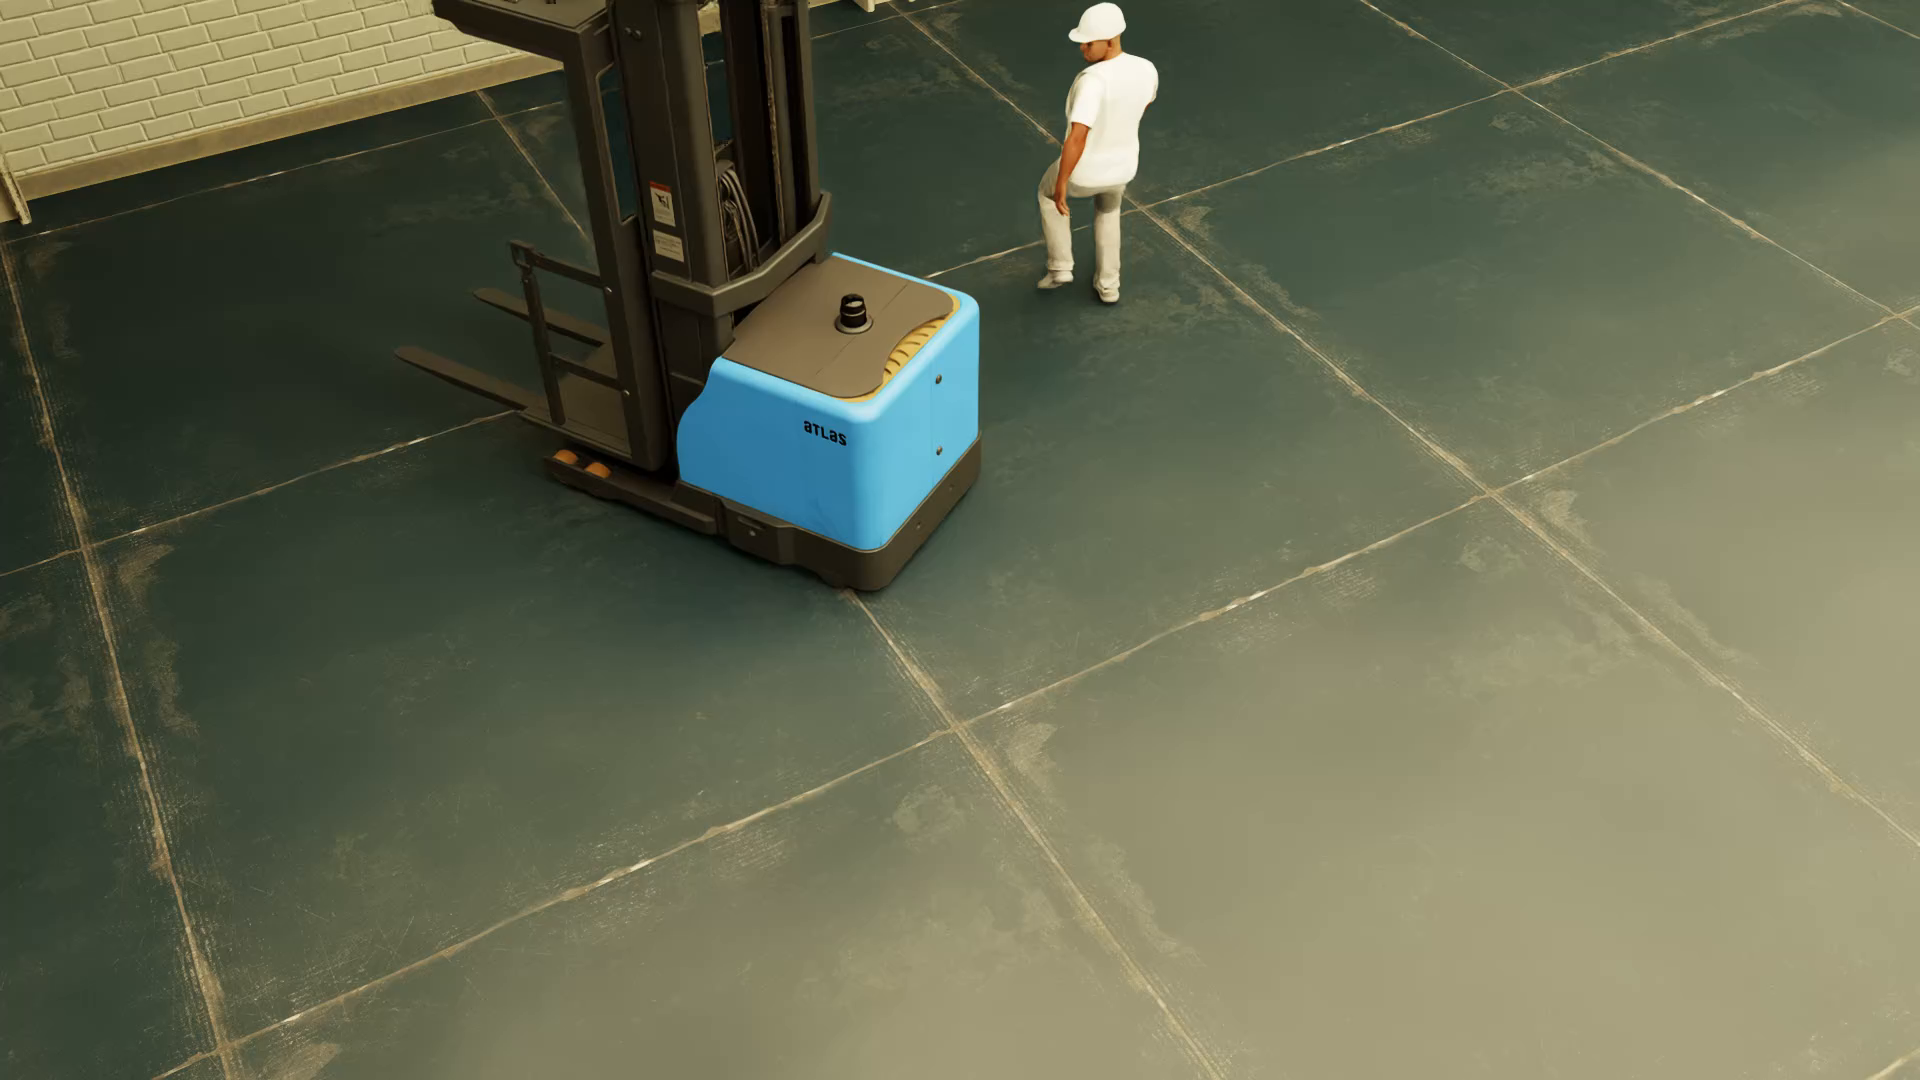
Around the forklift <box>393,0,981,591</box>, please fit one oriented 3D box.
[{"bbox_3d":[-1.439,-1.578,7.399,3.031,2.935,1.130,21,47,21],"label":"forklift"}]

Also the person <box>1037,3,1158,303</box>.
[{"bbox_3d":[0.711,-1.997,8.786,0.753,1.713,0.753,-16,45,-16],"label":"person"}]
